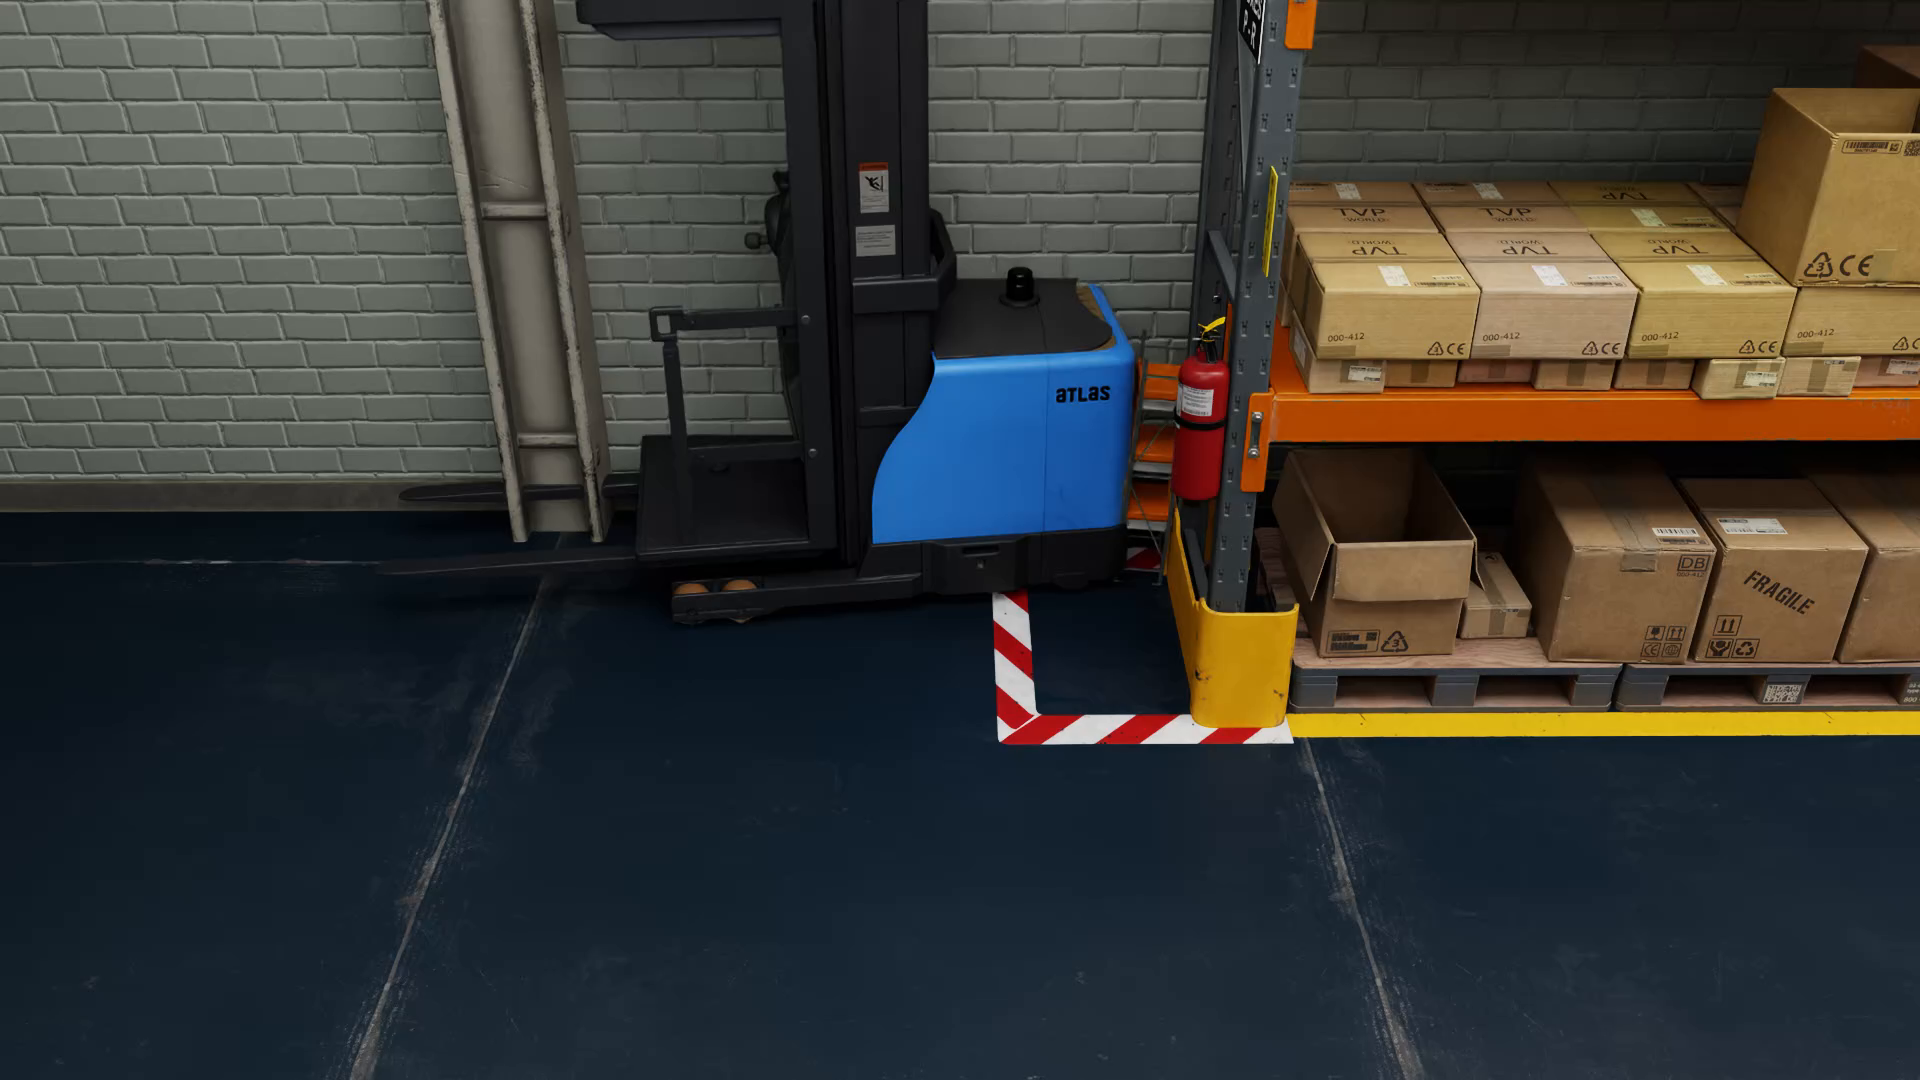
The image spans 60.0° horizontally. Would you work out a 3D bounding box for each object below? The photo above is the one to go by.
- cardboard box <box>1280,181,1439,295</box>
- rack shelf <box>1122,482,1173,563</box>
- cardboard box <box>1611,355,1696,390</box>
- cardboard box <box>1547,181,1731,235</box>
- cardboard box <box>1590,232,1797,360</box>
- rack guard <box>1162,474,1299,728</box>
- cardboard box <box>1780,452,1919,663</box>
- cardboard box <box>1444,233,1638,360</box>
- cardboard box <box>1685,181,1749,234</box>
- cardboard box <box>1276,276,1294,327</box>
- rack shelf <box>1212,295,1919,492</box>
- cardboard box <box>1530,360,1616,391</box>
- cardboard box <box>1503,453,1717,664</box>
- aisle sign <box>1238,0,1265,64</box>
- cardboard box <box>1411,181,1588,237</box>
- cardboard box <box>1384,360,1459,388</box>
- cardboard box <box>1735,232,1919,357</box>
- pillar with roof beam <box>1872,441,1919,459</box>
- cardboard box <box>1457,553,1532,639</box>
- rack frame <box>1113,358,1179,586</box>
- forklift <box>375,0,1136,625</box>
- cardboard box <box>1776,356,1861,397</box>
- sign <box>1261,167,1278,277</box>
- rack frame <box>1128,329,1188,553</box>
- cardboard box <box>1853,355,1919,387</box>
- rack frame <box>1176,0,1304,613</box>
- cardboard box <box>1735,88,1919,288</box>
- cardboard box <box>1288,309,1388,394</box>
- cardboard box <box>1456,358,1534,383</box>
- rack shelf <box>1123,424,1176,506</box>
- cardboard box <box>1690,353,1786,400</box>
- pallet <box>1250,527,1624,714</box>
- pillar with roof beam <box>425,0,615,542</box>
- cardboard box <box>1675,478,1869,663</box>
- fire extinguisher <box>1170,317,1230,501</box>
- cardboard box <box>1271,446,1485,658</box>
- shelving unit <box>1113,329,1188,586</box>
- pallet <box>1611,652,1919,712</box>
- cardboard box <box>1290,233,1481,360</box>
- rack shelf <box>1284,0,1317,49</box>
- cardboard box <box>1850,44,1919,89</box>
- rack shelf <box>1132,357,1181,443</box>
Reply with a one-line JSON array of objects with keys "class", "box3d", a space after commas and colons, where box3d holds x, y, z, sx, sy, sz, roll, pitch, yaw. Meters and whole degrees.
[{"class": "cardboard box", "box3d": [1.412, -1.097, 6.024, 0.500, 0.250, 0.500, 1, 31, 1]}, {"class": "rack shelf", "box3d": [0.761, -0.082, 6.895, 0.215, 0.259, 0.240, 5, 34, 1]}, {"class": "cardboard box", "box3d": [2.319, -0.663, 5.693, 0.250, 0.149, 0.380, 0, 31, 0]}, {"class": "cardboard box", "box3d": [2.423, -1.097, 6.024, 0.500, 0.250, 0.500, 1, 31, 1]}, {"class": "cardboard box", "box3d": [2.420, -0.825, 5.575, 0.500, 0.250, 0.500, -1, 31, -1]}, {"class": "rack guard", "box3d": [1.029, 0.173, 6.482, 0.348, 0.500, 1.175, 0, 31, 0]}, {"class": "cardboard box", "box3d": [3.459, 0.056, 6.271, 0.500, 0.500, 0.700, -1, 31, -2]}, {"class": "cardboard box", "box3d": [1.913, -0.821, 5.570, 0.500, 0.250, 0.500, 0, 31, 0]}, {"class": "cardboard box", "box3d": [2.945, -1.099, 6.027, 0.500, 0.250, 0.500, 0, 31, 0]}, {"class": "cardboard box", "box3d": [1.283, -0.928, 6.130, 0.250, 0.149, 0.380, -1, 31, -1]}, {"class": "rack shelf", "box3d": [2.953, -0.594, 6.030, 4.000, 0.370, 1.077, 0, 31, 0]}, {"class": "cardboard box", "box3d": [2.054, -0.659, 5.686, 0.250, 0.149, 0.380, 1, 31, 1]}, {"class": "cardboard box", "box3d": [2.421, 0.059, 6.266, 0.500, 0.500, 0.700, 1, 31, 2]}, {"class": "aisle sign", "box3d": [0.887, -1.854, 4.908, 0.004, 0.787, 0.394, 0, 31, 0]}, {"class": "cardboard box", "box3d": [1.927, -1.098, 6.026, 0.500, 0.250, 0.500, 0, 31, 0]}, {"class": "cardboard box", "box3d": [1.538, -0.671, 5.706, 0.250, 0.149, 0.380, 1, 31, 1]}, {"class": "cardboard box", "box3d": [2.931, -0.837, 5.596, 0.500, 0.250, 0.500, -1, 31, -2]}, {"class": "pillar with roof beam", "box3d": [4.278, -1.705, 1.384, 0.400, 9.000, 9.100, 0, 31, 0]}, {"class": "cardboard box", "box3d": [1.991, 0.210, 6.355, 0.250, 0.149, 0.380, -1, 31, -2]}, {"class": "rack frame", "box3d": [0.770, -0.250, 6.631, 0.200, 1.050, 0.008, 5, 34, 1]}, {"class": "forklift", "box3d": [-0.865, -1.204, 6.408, 3.031, 2.935, 1.130, -4, 31, -6]}, {"class": "cardboard box", "box3d": [2.835, -0.636, 5.649, 0.250, 0.149, 0.380, 1, 31, 1]}, {"class": "sign", "box3d": [0.957, -0.984, 5.145, 0.005, 0.325, 0.100, 0, 31, 0]}, {"class": "rack frame", "box3d": [0.786, -0.388, 6.832, 0.200, 1.050, 0.008, 5, 34, 1]}, {"class": "cardboard box", "box3d": [3.093, -0.672, 5.709, 0.250, 0.149, 0.380, 0, 31, 0]}, {"class": "rack frame", "box3d": [0.953, -0.895, 5.833, 0.127, 3.000, 1.000, 0, 31, 0]}, {"class": "cardboard box", "box3d": [2.909, -1.145, 5.381, 0.500, 0.500, 0.500, 1, 31, 1]}, {"class": "cardboard box", "box3d": [1.284, -0.646, 5.666, 0.250, 0.149, 0.380, 0, 31, -1]}, {"class": "cardboard box", "box3d": [1.800, -0.690, 5.738, 0.250, 0.149, 0.380, -1, 31, -1]}, {"class": "rack shelf", "box3d": [0.778, -0.310, 6.738, 0.215, 0.259, 0.240, 5, 34, 1]}, {"class": "cardboard box", "box3d": [2.572, -0.625, 5.630, 0.250, 0.149, 0.380, -1, 31, -2]}, {"class": "pallet", "box3d": [1.827, 0.294, 6.562, 1.213, 0.211, 1.003, 0, 31, 0]}, {"class": "pillar with roof beam", "box3d": [-1.722, -1.686, 1.353, 0.400, 9.000, 9.100, 0, 31, 0]}, {"class": "cardboard box", "box3d": [2.950, 0.109, 6.183, 0.500, 0.500, 0.500, 0, 31, 1]}, {"class": "fire extinguisher", "box3d": [0.809, -0.462, 5.554, 0.183, 0.674, 0.296, 0, 31, 0]}, {"class": "cardboard box", "box3d": [1.566, 0.040, 6.294, 0.637, 0.503, 0.797, -1, 31, -2]}, {"class": "shelving unit", "box3d": [0.778, -0.319, 6.732, 0.215, 1.050, 0.252, 5, 34, 1]}, {"class": "pallet", "box3d": [3.044, 0.292, 6.566, 1.213, 0.211, 1.003, 0, 31, 0]}, {"class": "cardboard box", "box3d": [1.409, -0.820, 5.567, 0.500, 0.250, 0.500, 0, 31, 0]}, {"class": "rack shelf", "box3d": [2.953, -1.876, 5.252, 4.000, 0.370, 1.077, 0, 31, 0]}, {"class": "cardboard box", "box3d": [3.463, -1.424, 5.841, 0.500, 0.500, 0.500, -1, 31, -2]}, {"class": "rack shelf", "box3d": [0.795, -0.544, 6.577, 0.215, 0.259, 0.240, 5, 34, 1]}]
